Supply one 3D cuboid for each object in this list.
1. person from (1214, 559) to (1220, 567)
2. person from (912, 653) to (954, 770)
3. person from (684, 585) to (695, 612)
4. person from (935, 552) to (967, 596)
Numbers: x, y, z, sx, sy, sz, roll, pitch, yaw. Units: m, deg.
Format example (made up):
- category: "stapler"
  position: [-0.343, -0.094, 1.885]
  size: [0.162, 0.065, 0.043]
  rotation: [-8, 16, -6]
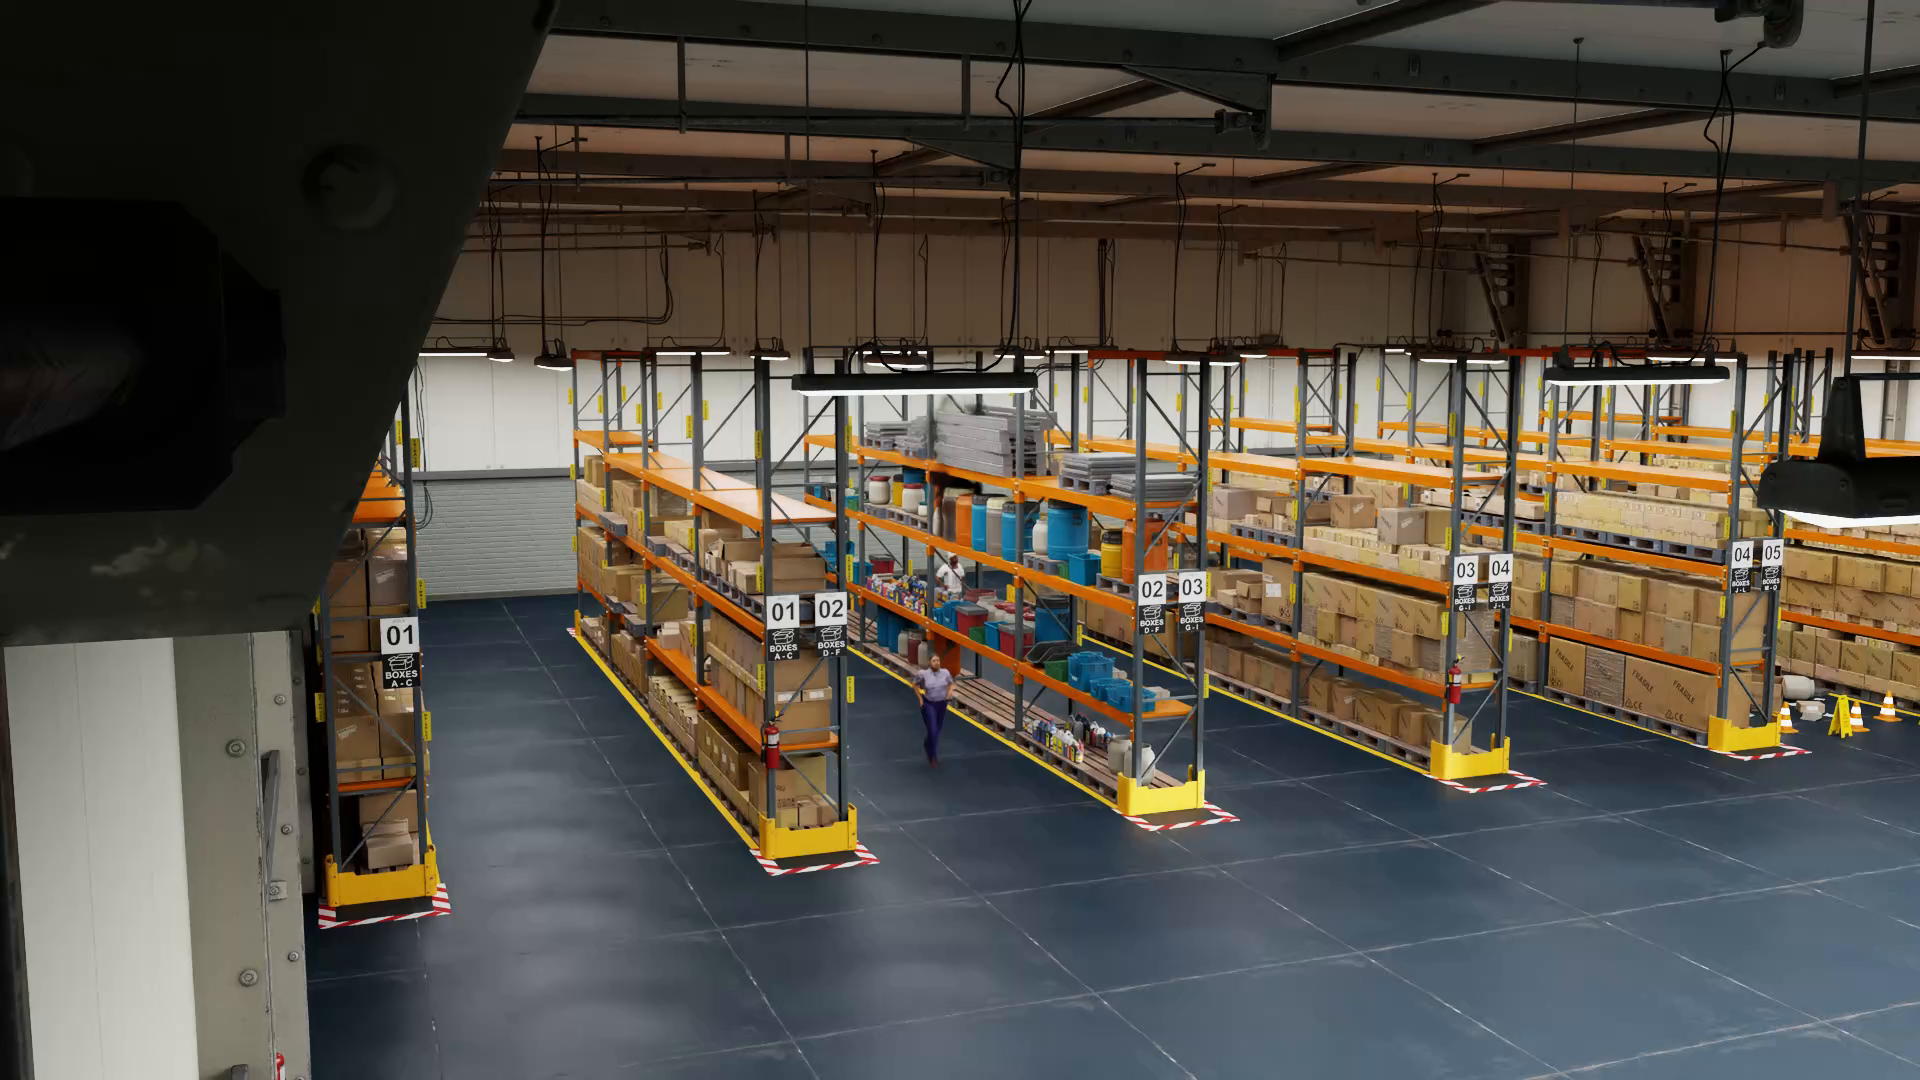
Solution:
- category: "person"
  position: [5.348, 1.210, 34.689]
  size: [0.599, 1.672, 0.807]
  rotation: [-3, 8, -26]
- category: "person"
  position: [-0.379, 2.480, 24.503]
  size: [0.601, 1.686, 0.783]
  rotation: [-3, 8, -23]
- category: "person"
  position: [-5.706, 1.134, 35.369]
  size: [0.606, 1.644, 0.591]
  rotation: [-7, 10, -43]
- category: "person"
  position: [-0.189, 1.096, 35.275]
  size: [0.703, 1.748, 0.756]
  rotation: [-5, 8, -33]
